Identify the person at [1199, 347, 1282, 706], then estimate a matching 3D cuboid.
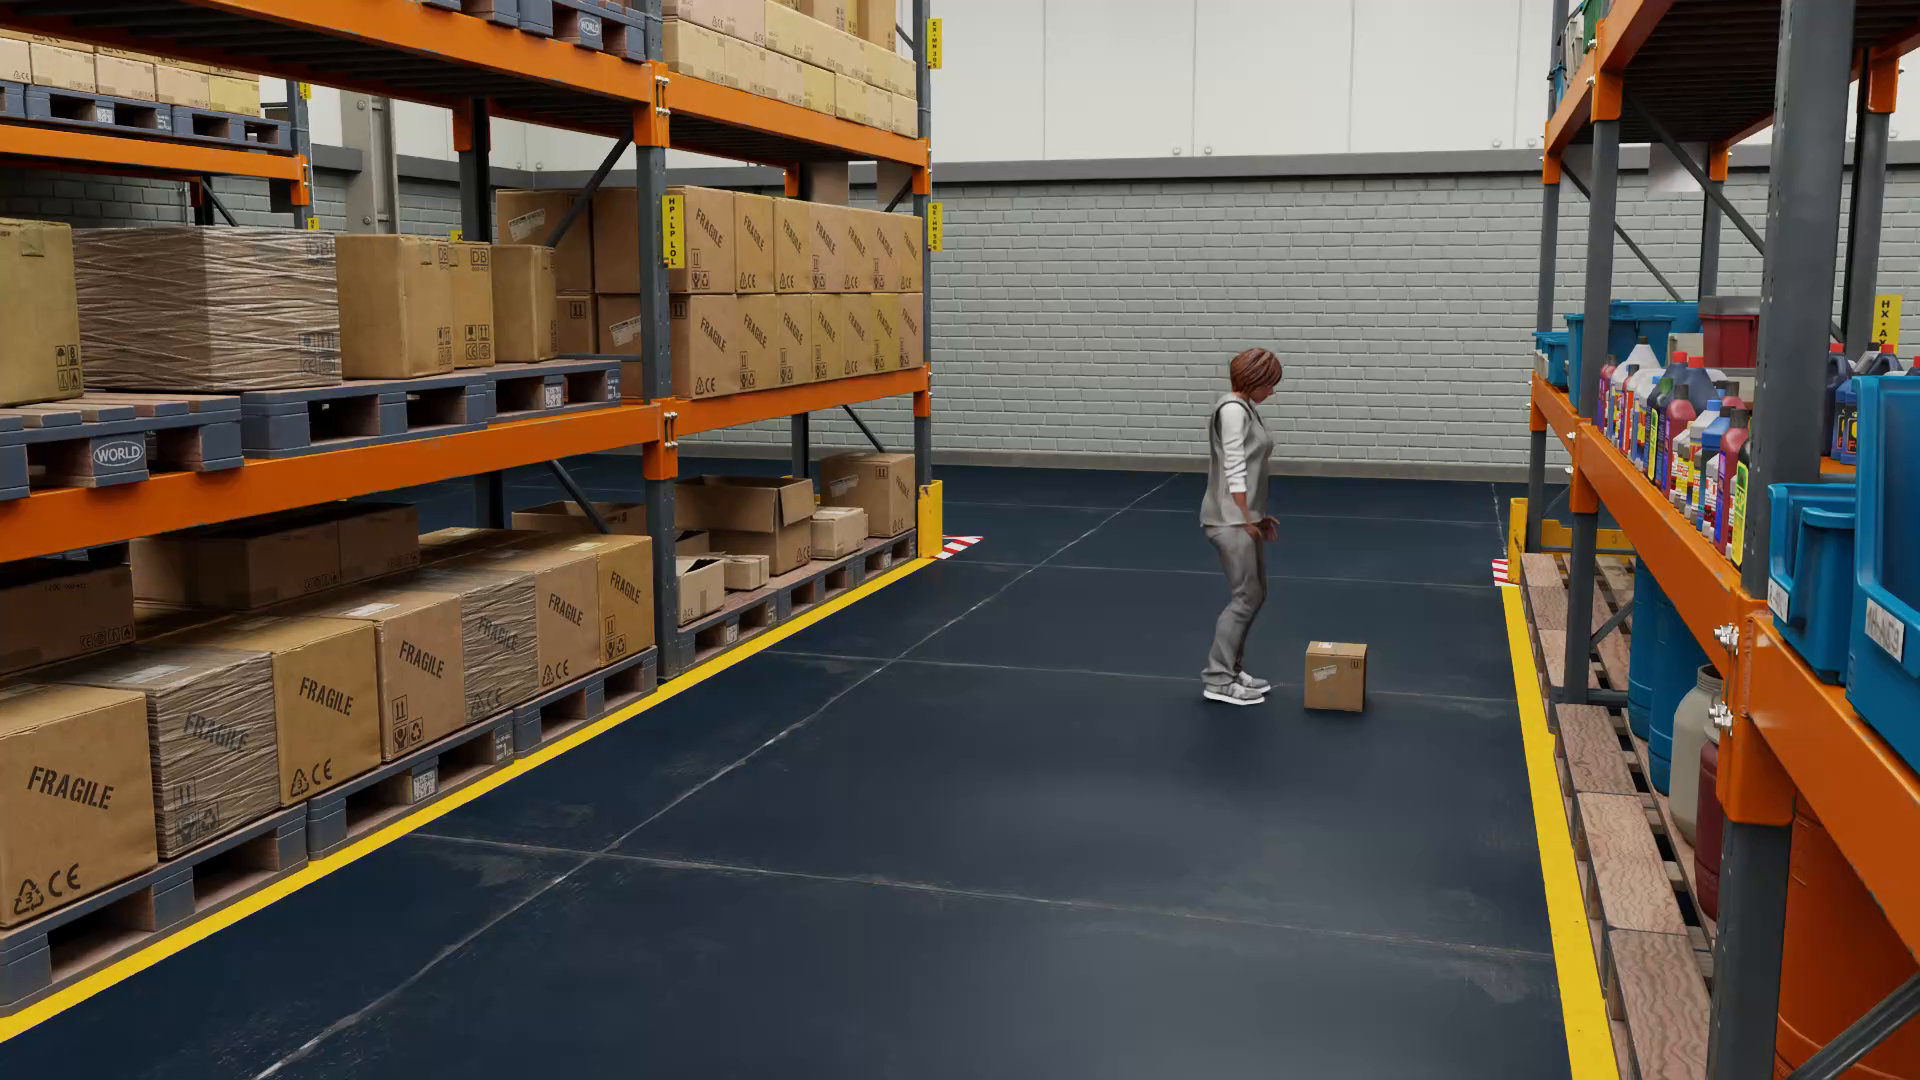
[{"bbox_3d":[1.248,-0.070,7.439,0.340,1.579,0.417,3,9,17],"label":"person"}]
